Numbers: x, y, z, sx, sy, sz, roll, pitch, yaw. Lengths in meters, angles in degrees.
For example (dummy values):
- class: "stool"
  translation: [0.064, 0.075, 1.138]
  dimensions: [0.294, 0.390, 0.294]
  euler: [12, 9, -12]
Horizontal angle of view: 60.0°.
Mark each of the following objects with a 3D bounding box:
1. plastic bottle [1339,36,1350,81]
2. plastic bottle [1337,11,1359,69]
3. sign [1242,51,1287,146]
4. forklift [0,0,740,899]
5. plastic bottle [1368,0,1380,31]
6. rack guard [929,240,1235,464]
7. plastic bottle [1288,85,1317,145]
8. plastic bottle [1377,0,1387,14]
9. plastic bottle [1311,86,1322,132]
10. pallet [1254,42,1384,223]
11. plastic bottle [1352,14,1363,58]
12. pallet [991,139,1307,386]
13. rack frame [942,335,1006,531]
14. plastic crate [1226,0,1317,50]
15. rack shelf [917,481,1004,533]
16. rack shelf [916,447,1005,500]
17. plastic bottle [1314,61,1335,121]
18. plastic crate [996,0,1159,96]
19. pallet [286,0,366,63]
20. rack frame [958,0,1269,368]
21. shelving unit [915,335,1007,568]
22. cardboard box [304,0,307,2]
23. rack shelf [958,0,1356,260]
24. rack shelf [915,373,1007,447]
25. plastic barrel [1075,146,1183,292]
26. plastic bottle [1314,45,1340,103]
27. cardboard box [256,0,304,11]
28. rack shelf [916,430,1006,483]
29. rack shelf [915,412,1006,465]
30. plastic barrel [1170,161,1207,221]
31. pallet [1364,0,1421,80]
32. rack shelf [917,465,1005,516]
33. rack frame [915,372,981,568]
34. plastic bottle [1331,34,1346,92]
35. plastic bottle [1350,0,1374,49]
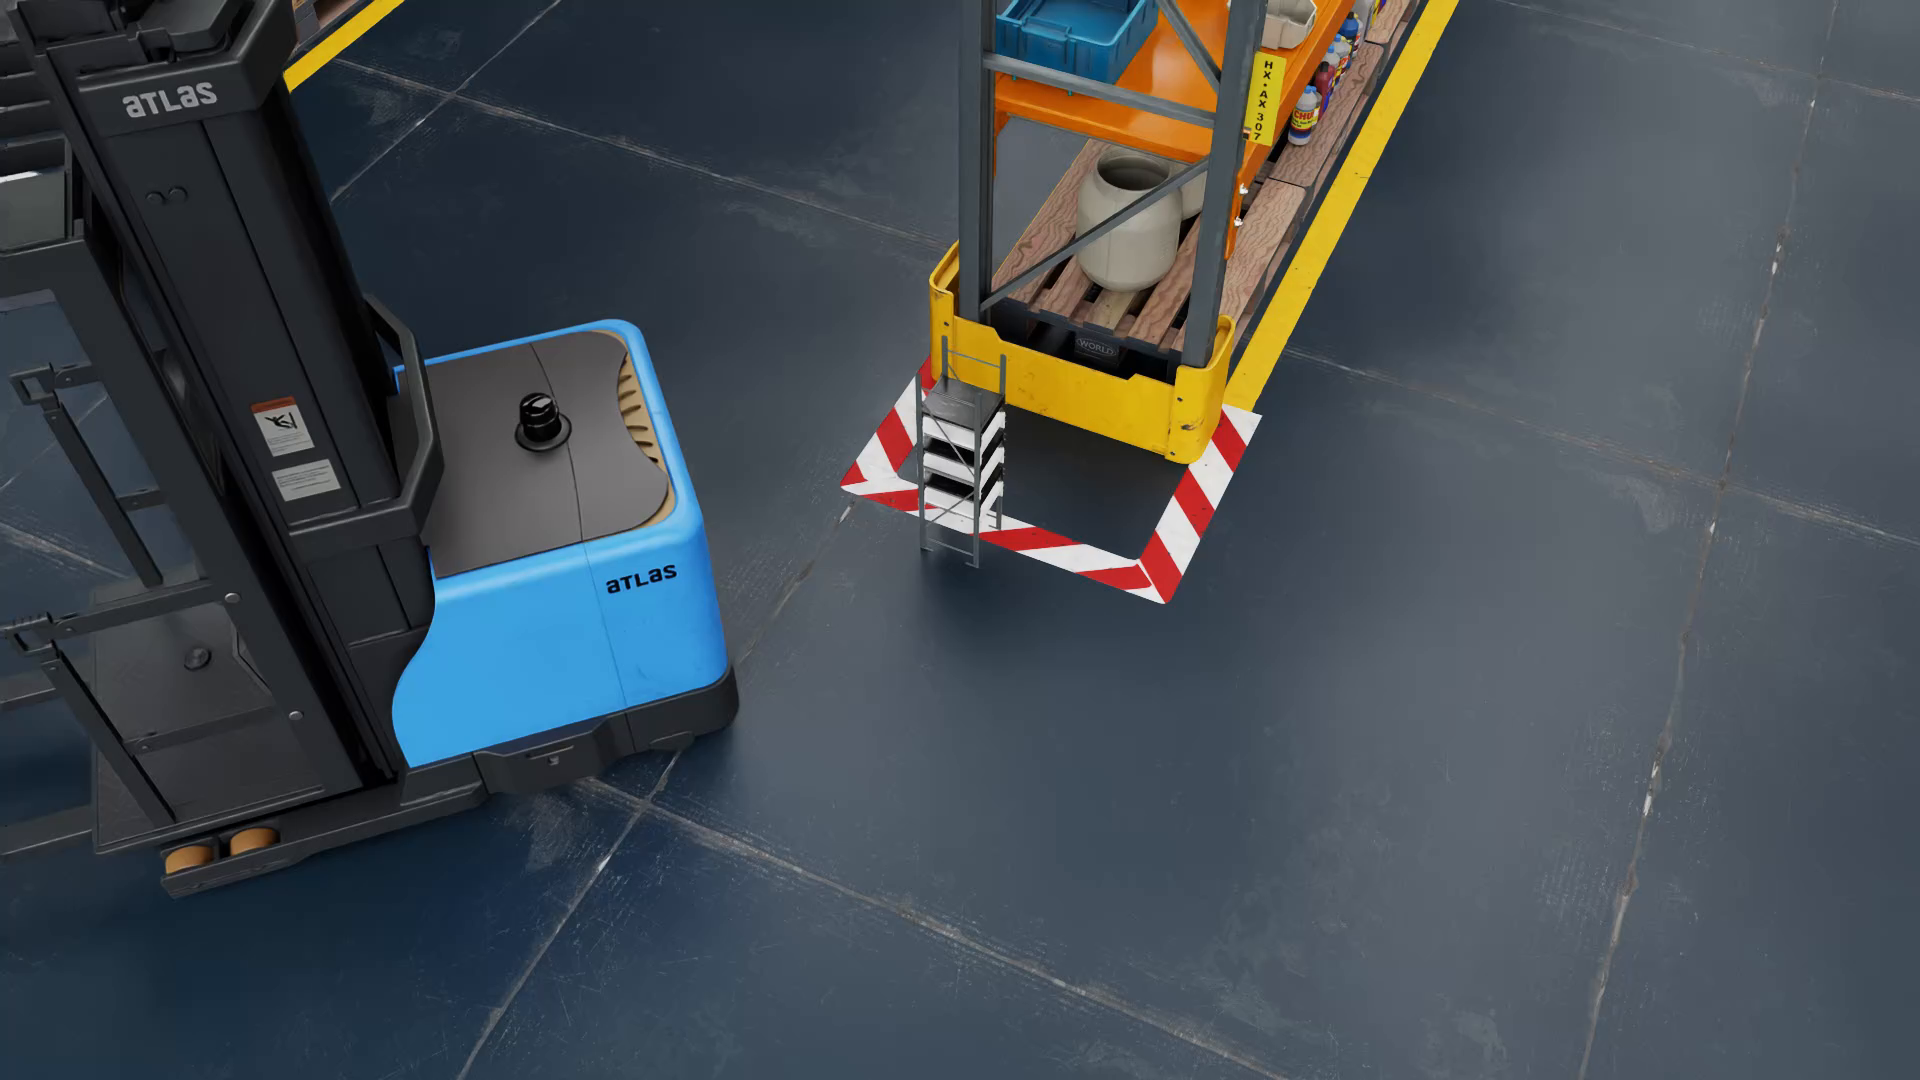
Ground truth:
- class: "plastic bottle"
  translation: [1.759, -2.249, 7.743]
  dimensions: [0.097, 0.201, 0.097]
  euler: [0, 50, 0]
- class: "plastic bottle"
  translation: [1.803, -2.343, 7.777]
  dimensions: [0.097, 0.271, 0.097]
  euler: [0, 50, 0]
- class: "sign"
  translation: [0.967, -1.401, 5.291]
  dimensions: [0.100, 0.325, 0.005]
  euler: [20, 52, 16]
- class: "forklift"
  translation: [-2.326, -0.284, 4.567]
  dimensions: [3.031, 2.935, 1.130]
  euler: [-15, 51, -12]
- class: "plastic bottle"
  translation: [1.946, -2.640, 7.977]
  dimensions: [0.144, 0.351, 0.185]
  euler: [19, 52, 16]
- class: "rack guard"
  translation: [0.461, -0.751, 6.561]
  dimensions: [1.175, 0.500, 0.348]
  euler: [20, 52, 16]
- class: "plastic bottle"
  translation: [1.528, -1.899, 7.399]
  dimensions: [0.097, 0.271, 0.097]
  euler: [0, 50, 0]
- class: "plastic bottle"
  translation: [2.052, -2.715, 8.085]
  dimensions: [0.061, 0.283, 0.133]
  euler: [23, 53, 18]
- class: "plastic bottle"
  translation: [1.572, -1.947, 7.486]
  dimensions: [0.097, 0.201, 0.097]
  euler: [0, 50, 0]
- class: "pallet"
  translation: [1.336, -2.052, 7.857]
  dimensions: [1.003, 0.211, 1.213]
  euler: [20, 52, 16]
- class: "plastic bottle"
  translation: [1.847, -2.391, 7.863]
  dimensions: [0.097, 0.201, 0.097]
  euler: [0, 50, 0]
- class: "pallet"
  translation: [0.813, -1.215, 7.145]
  dimensions: [1.003, 0.211, 1.213]
  euler: [20, 52, 16]
- class: "rack frame"
  translation: [0.047, -0.367, 5.971]
  dimensions: [0.240, 0.900, 0.006]
  euler: [20, 52, 16]
- class: "plastic crate"
  translation: [1.145, -1.919, 6.087]
  dimensions: [0.298, 0.136, 0.250]
  euler: [20, 52, 16]
- class: "rack shelf"
  translation: [0.003, -0.159, 6.074]
  dimensions: [0.258, 0.077, 0.200]
  euler: [20, 52, 16]
- class: "rack shelf"
  translation: [0.003, -0.276, 5.937]
  dimensions: [0.258, 0.077, 0.200]
  euler: [20, 52, 16]
- class: "plastic bottle"
  translation: [1.641, -2.052, 7.522]
  dimensions: [0.061, 0.283, 0.133]
  euler: [21, 53, 17]
- class: "plastic crate"
  translation: [0.415, -1.887, 5.984]
  dimensions: [0.499, 0.251, 0.616]
  euler: [20, 52, 16]
- class: "pallet"
  translation: [-3.717, -2.744, 8.446]
  dimensions: [1.003, 0.211, 1.213]
  euler: [20, 52, 16]
- class: "rack frame"
  translation: [0.471, -1.493, 5.551]
  dimensions: [1.000, 3.000, 0.127]
  euler: [20, 52, 16]
- class: "shelving unit"
  translation: [0.003, -0.297, 5.912]
  dimensions: [0.258, 0.900, 0.210]
  euler: [20, 52, 16]
- class: "cardboard box"
  translation: [-3.365, -2.995, 8.358]
  dimensions: [0.500, 0.250, 0.500]
  euler: [20, 52, 16]
- class: "rack shelf"
  translation: [1.326, -2.637, 6.997]
  dimensions: [1.077, 0.370, 4.000]
  euler: [20, 52, 16]
- class: "rack shelf"
  translation: [0.003, -0.450, 5.732]
  dimensions: [0.258, 0.077, 0.200]
  euler: [20, 52, 16]
- class: "plastic barrel"
  translation: [0.683, -1.301, 6.745]
  dimensions: [0.421, 0.512, 0.421]
  euler: [0, 50, 0]
- class: "plastic bottle"
  translation: [1.674, -2.135, 7.599]
  dimensions: [0.097, 0.271, 0.097]
  euler: [0, 50, 0]
- class: "cardboard box"
  translation: [-3.575, -2.649, 8.064]
  dimensions: [0.500, 0.250, 0.500]
  euler: [20, 52, 16]
- class: "rack shelf"
  translation: [0.003, -0.334, 5.869]
  dimensions: [0.258, 0.077, 0.200]
  euler: [20, 52, 16]
- class: "rack shelf"
  translation: [0.003, -0.392, 5.800]
  dimensions: [0.258, 0.077, 0.200]
  euler: [20, 52, 16]
- class: "plastic barrel"
  translation: [0.898, -1.646, 7.039]
  dimensions: [0.421, 0.512, 0.421]
  euler: [0, 50, 0]
- class: "pallet"
  translation: [1.856, -2.895, 8.575]
  dimensions: [1.003, 0.211, 1.213]
  euler: [20, 52, 16]
- class: "rack shelf"
  translation: [0.003, -0.217, 6.006]
  dimensions: [0.258, 0.077, 0.200]
  euler: [20, 52, 16]
- class: "rack frame"
  translation: [-0.040, -0.227, 5.852]
  dimensions: [0.240, 0.900, 0.006]
  euler: [20, 52, 16]
- class: "plastic bottle"
  translation: [1.717, -2.204, 7.658]
  dimensions: [0.097, 0.271, 0.097]
  euler: [0, 50, 0]
- class: "plastic bottle"
  translation: [1.873, -2.505, 7.912]
  dimensions: [0.152, 0.276, 0.135]
  euler: [21, 53, 17]
